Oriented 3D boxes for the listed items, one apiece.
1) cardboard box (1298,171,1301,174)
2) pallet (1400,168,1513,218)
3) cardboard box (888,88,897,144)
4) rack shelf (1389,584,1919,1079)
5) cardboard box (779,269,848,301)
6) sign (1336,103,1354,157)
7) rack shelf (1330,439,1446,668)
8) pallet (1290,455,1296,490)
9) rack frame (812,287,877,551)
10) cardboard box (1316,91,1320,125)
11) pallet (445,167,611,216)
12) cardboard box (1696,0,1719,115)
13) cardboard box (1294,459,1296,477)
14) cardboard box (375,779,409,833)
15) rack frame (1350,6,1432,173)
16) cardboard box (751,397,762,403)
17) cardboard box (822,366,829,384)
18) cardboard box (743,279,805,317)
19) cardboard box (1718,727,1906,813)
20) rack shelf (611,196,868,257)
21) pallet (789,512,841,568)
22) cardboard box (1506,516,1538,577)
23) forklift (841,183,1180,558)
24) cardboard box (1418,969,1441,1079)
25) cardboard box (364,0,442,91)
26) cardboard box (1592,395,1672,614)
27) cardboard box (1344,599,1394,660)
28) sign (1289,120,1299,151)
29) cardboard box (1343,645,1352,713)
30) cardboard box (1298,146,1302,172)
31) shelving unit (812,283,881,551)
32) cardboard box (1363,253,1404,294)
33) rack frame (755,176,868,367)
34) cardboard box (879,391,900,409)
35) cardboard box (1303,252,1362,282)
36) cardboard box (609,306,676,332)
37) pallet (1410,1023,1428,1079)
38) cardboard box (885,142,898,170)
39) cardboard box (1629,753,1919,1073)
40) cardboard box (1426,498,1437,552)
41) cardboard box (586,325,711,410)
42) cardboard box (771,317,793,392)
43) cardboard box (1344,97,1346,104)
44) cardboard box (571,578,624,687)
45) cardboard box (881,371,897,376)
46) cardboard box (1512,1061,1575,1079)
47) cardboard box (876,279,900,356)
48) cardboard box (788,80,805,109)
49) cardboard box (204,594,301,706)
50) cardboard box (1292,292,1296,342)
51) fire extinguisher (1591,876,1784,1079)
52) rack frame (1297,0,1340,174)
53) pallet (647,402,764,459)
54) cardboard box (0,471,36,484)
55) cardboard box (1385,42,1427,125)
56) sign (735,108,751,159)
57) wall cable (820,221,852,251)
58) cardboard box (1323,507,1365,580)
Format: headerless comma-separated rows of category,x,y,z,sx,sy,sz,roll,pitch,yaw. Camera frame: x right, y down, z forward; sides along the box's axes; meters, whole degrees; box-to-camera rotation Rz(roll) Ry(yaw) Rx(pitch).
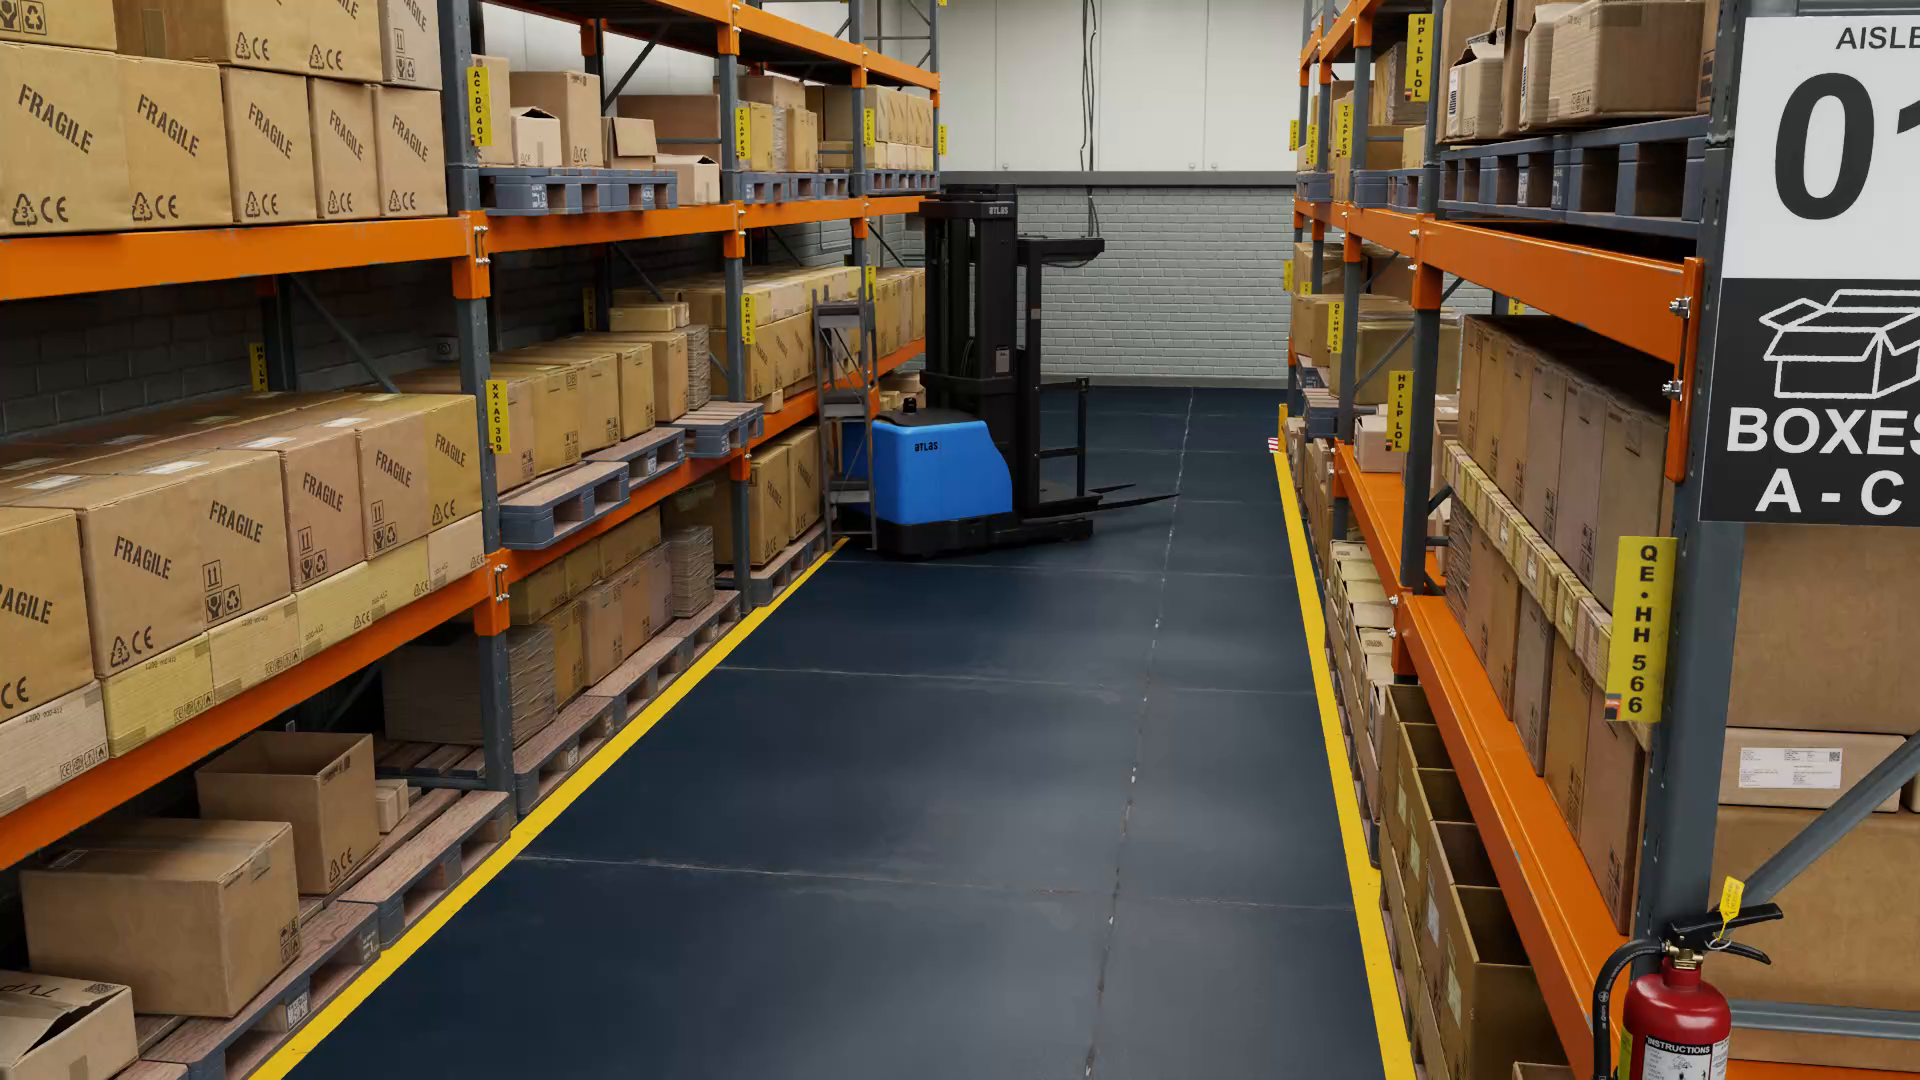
cardboard box,3.742,-3.665,17.113,0.500,0.250,0.500,2,12,9
pallet,2.439,-1.533,7.319,0.805,0.209,1.217,1,12,6
cardboard box,-0.889,-4.061,15.940,0.500,0.500,0.500,2,12,7
rack shelf,2.009,0.792,4.905,1.077,0.370,4.000,2,12,9
cardboard box,-1.256,-2.160,14.125,0.500,0.250,0.500,2,12,10
sign,2.396,-2.546,10.338,0.100,0.325,0.005,2,12,9
rack shelf,2.624,-0.041,8.769,1.077,0.370,4.000,2,12,9
pallet,3.839,-0.676,16.628,1.003,0.211,1.213,2,12,9
rack frame,-0.913,-0.944,13.207,0.400,2.100,0.015,-1,12,7
cardboard box,3.798,-4.060,15.984,0.700,0.500,0.500,2,12,9
pallet,-2.379,-1.635,7.787,1.213,0.211,1.003,2,12,9
cardboard box,1.794,-1.053,3.066,0.797,0.503,0.637,3,12,13
cardboard box,3.353,-0.670,15.707,0.380,0.149,0.250,2,12,9
cardboard box,-2.631,1.147,7.233,0.380,0.166,0.250,0,12,1
rack frame,2.932,-3.741,9.993,1.000,3.000,0.127,2,12,9
cardboard box,-1.637,-0.968,11.916,0.380,0.149,0.250,2,12,9
cardboard box,-1.306,-1.397,13.904,0.380,0.149,0.250,2,12,9
cardboard box,-1.484,-1.841,12.646,0.500,0.250,0.500,2,12,9
cardboard box,1.572,0.405,3.217,0.380,0.149,0.250,2,12,8
rack shelf,-1.656,-2.499,13.058,1.077,0.370,4.000,2,12,9
pallet,-1.578,-0.020,13.585,1.003,0.211,1.213,2,12,9
cardboard box,1.849,0.030,4.955,0.380,0.149,0.250,2,12,8
forklift,0.521,-1.506,14.024,3.031,2.935,1.130,-8,15,-33
cardboard box,1.711,1.562,5.156,0.500,0.250,0.500,2,12,9
cardboard box,-2.388,-2.036,6.544,0.500,0.500,0.500,1,12,4
cardboard box,1.869,-0.044,3.759,0.700,0.500,0.500,2,12,7
cardboard box,2.329,0.478,8.852,0.500,0.311,0.500,2,12,8
sign,3.626,-4.385,18.026,0.100,0.325,0.005,2,12,9
cardboard box,2.331,0.750,8.925,0.500,0.250,0.500,2,12,10
cardboard box,3.742,-3.909,17.061,0.500,0.250,0.500,2,12,9
shelving unit,-0.886,-0.995,13.444,0.431,2.100,0.503,-1,12,7
cardboard box,3.976,-2.375,15.284,0.500,0.500,0.500,1,12,7
rack frame,-1.348,-1.801,15.230,1.000,3.000,0.127,2,12,9
cardboard box,-0.819,-1.428,16.895,0.380,0.149,0.250,2,12,7
cardboard box,3.445,-2.399,15.396,0.500,0.500,0.500,2,12,8
cardboard box,-2.022,-1.409,10.590,0.380,0.149,0.250,0,12,-1
pallet,1.968,1.806,5.111,1.003,0.211,1.213,2,12,9
cardboard box,-0.889,-3.689,15.993,0.500,0.250,0.500,2,12,7
cardboard box,1.786,0.711,3.336,0.700,0.500,0.500,2,12,9
cardboard box,2.270,-0.099,7.652,0.396,0.266,0.258,2,12,7
cardboard box,-2.026,-1.134,10.854,0.700,0.500,0.500,0,12,2
cardboard box,-1.546,-1.374,12.257,0.500,0.500,0.500,2,12,11
cardboard box,3.316,-3.168,12.983,0.600,0.600,0.600,2,12,8
cardboard box,-2.334,0.503,9.426,0.700,0.500,0.500,2,12,9
cardboard box,-0.921,-1.818,18.704,0.380,0.149,0.250,2,12,9
cardboard box,1.490,1.508,3.627,0.500,0.500,0.500,2,12,9
cardboard box,-1.131,-2.212,16.424,0.980,0.700,0.700,2,12,7
cardboard box,-1.613,-3.719,13.948,0.500,0.250,0.500,3,12,13
cardboard box,-2.575,0.350,5.559,0.500,0.250,0.500,2,12,9
cardboard box,3.759,-2.331,17.454,0.500,0.500,0.500,2,12,8
fire extinguisher,1.224,0.904,2.861,0.296,0.674,0.183,2,12,9
rack frame,4.162,-5.407,17.720,1.000,3.000,0.127,2,12,9
pallet,-1.968,-0.723,10.682,1.213,0.211,1.003,2,12,9
cardboard box,-3.169,0.077,5.046,0.500,0.500,0.500,2,12,7
cardboard box,3.005,-2.903,10.614,0.500,0.500,0.500,2,12,9
sign,-1.428,-2.669,10.912,0.100,0.325,0.005,2,12,9
wall cable,-1.471,-3.427,20.366,0.084,1.984,1.851,2,12,9
cardboard box,2.844,-0.004,11.781,0.500,0.500,0.500,2,12,11
